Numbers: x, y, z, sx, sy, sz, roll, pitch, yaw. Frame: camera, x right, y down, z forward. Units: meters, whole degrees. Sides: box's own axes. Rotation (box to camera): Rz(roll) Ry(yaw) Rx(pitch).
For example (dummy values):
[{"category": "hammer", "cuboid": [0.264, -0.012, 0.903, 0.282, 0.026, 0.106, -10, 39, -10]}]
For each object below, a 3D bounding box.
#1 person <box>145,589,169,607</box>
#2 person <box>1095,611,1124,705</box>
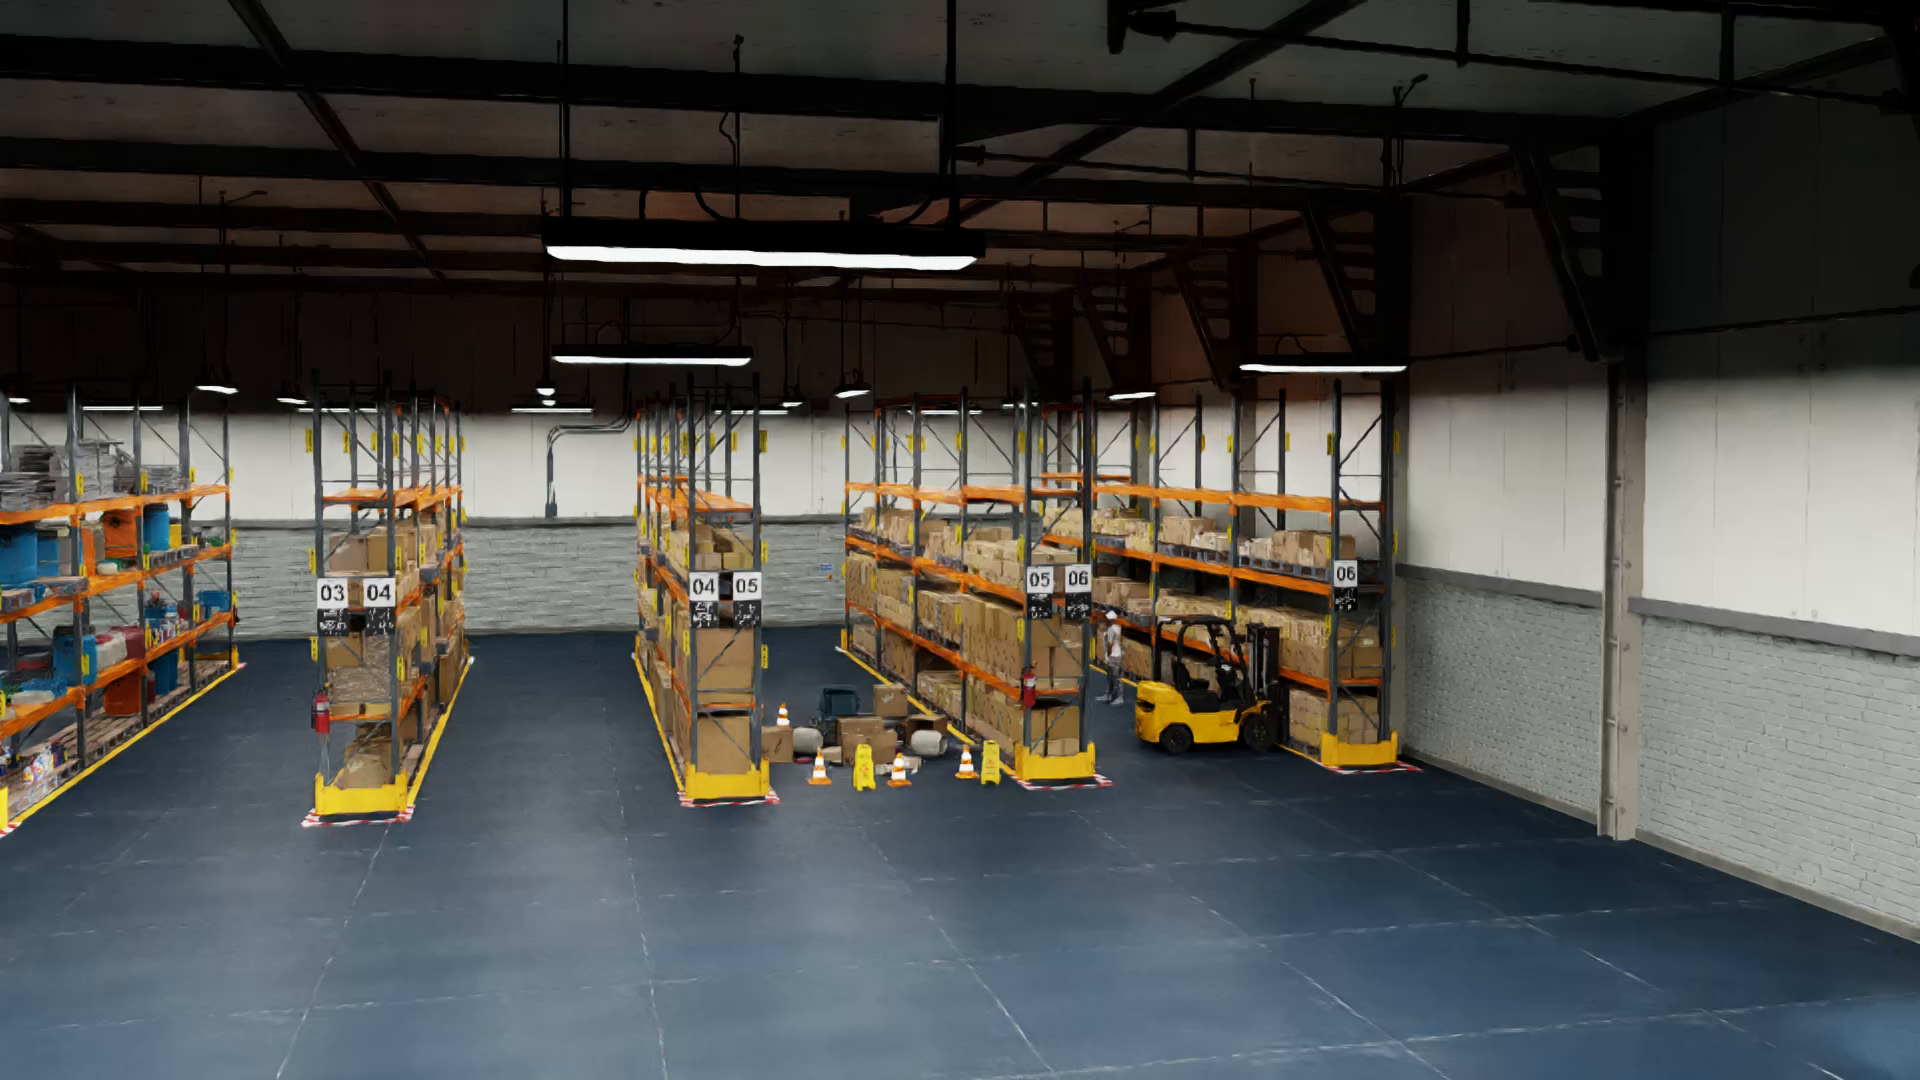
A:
[{"category": "person", "cuboid": [-18.531, 1.958, 38.379, 0.677, 1.674, 0.534, -1, 3, -15]}, {"category": "person", "cuboid": [2.891, 2.247, 32.015, 0.589, 1.782, 0.672, 1, 3, 12]}]
